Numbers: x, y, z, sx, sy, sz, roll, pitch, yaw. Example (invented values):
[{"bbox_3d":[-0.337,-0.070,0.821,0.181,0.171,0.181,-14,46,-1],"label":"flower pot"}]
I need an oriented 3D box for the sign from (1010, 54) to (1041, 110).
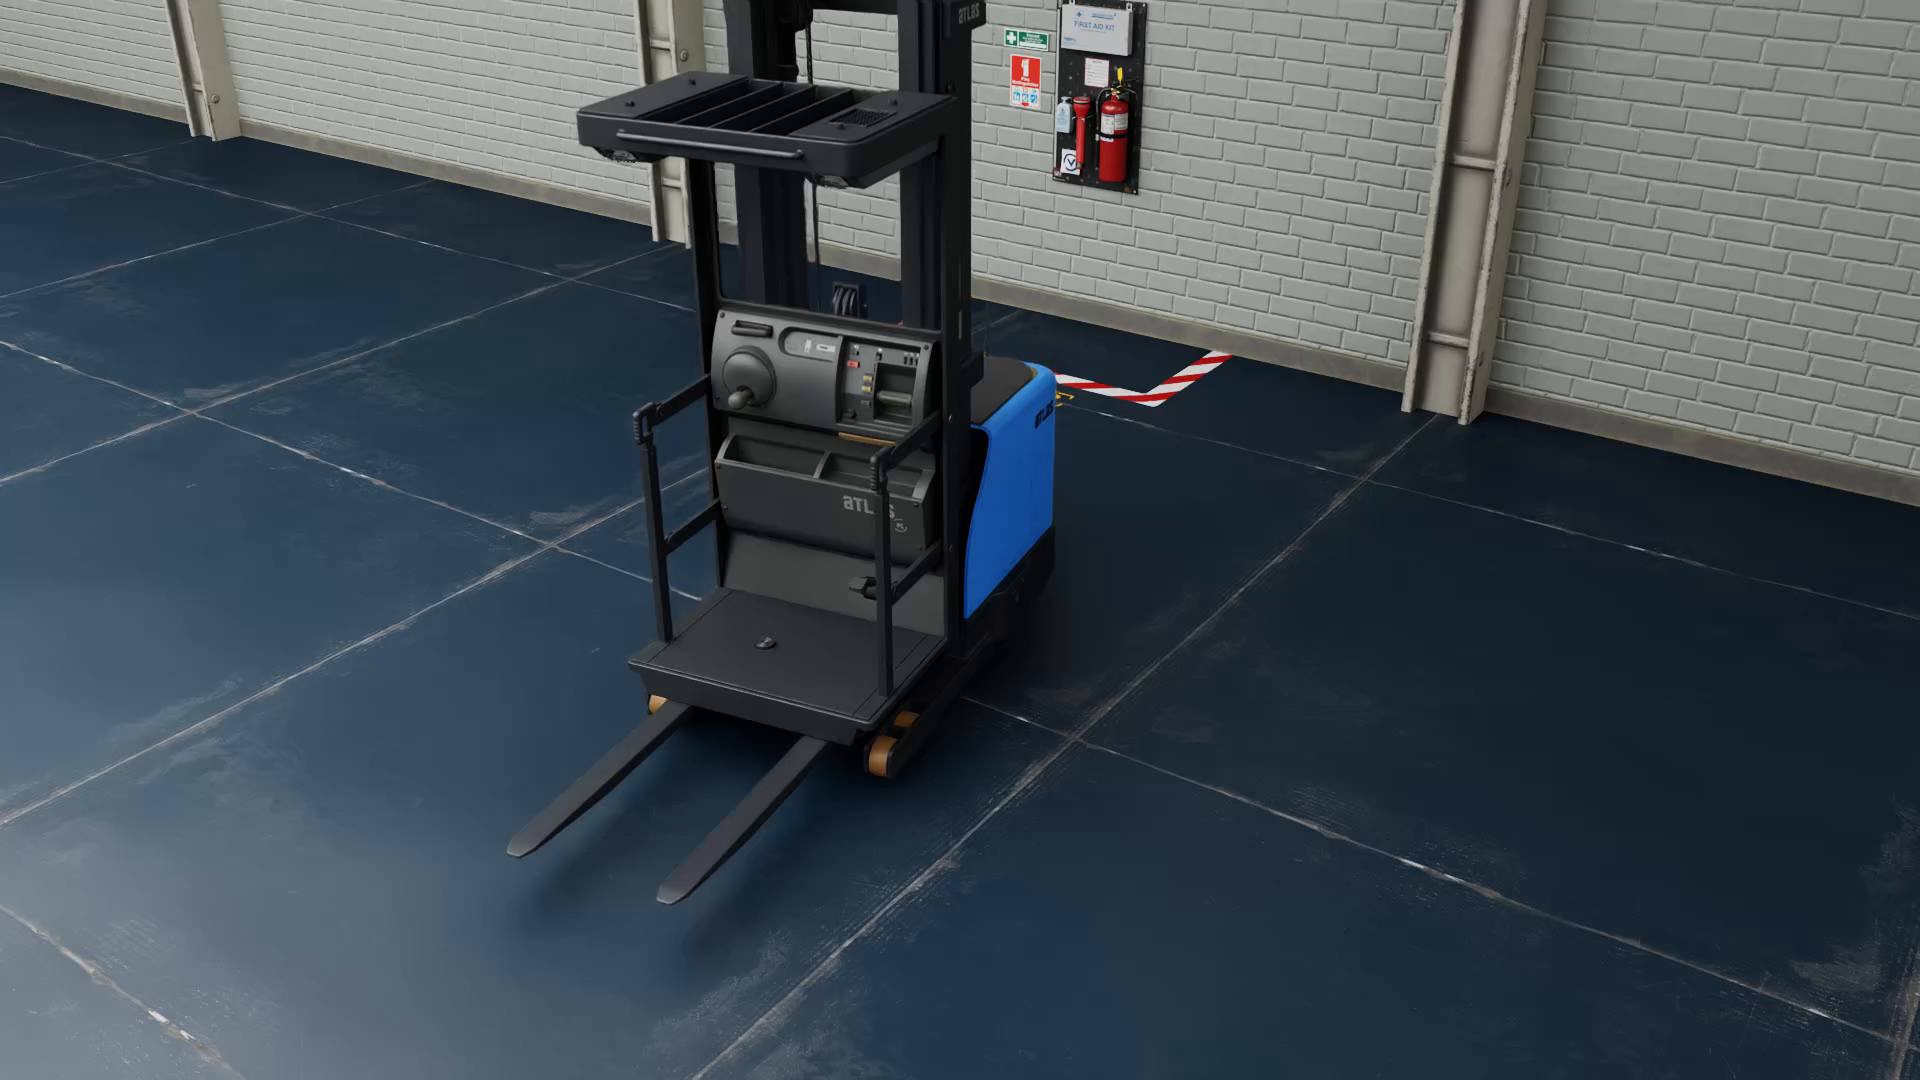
[{"bbox_3d":[0.421,-2.948,10.697,0.234,0.329,0.001,17,32,30],"label":"sign"}]

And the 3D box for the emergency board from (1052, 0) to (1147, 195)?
[{"bbox_3d":[0.818,-2.752,10.350,0.643,1.169,0.194,17,32,30],"label":"emergency board"}]

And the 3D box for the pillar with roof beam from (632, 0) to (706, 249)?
[{"bbox_3d":[-4.549,-4.708,7.579,0.400,9.000,9.100,17,32,30],"label":"pillar with roof beam"}]

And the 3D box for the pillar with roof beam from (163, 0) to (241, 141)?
[{"bbox_3d":[-9.495,-6.249,10.607,0.400,9.000,9.100,17,32,30],"label":"pillar with roof beam"}]

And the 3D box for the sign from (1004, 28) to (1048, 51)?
[{"bbox_3d":[0.420,-3.180,10.568,0.331,0.109,0.001,17,32,30],"label":"sign"}]

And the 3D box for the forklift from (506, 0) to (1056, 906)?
[{"bbox_3d":[-0.623,-0.606,6.210,1.130,2.935,3.031,12,29,21],"label":"forklift"}]

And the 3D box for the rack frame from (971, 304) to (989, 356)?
[{"bbox_3d":[0.068,-0.520,7.948,0.006,1.200,0.240,16,31,29],"label":"rack frame"}]

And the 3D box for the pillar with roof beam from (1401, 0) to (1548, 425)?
[{"bbox_3d":[0.396,-3.167,4.552,0.400,9.000,9.100,17,32,30],"label":"pillar with roof beam"}]

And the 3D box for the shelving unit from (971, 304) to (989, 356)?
[{"bbox_3d":[-0.009,-0.542,7.992,0.189,1.200,0.258,16,31,29],"label":"shelving unit"}]

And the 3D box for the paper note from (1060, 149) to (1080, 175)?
[{"bbox_3d":[0.711,-2.430,10.690,0.142,0.148,0.016,17,32,30],"label":"paper note"}]
